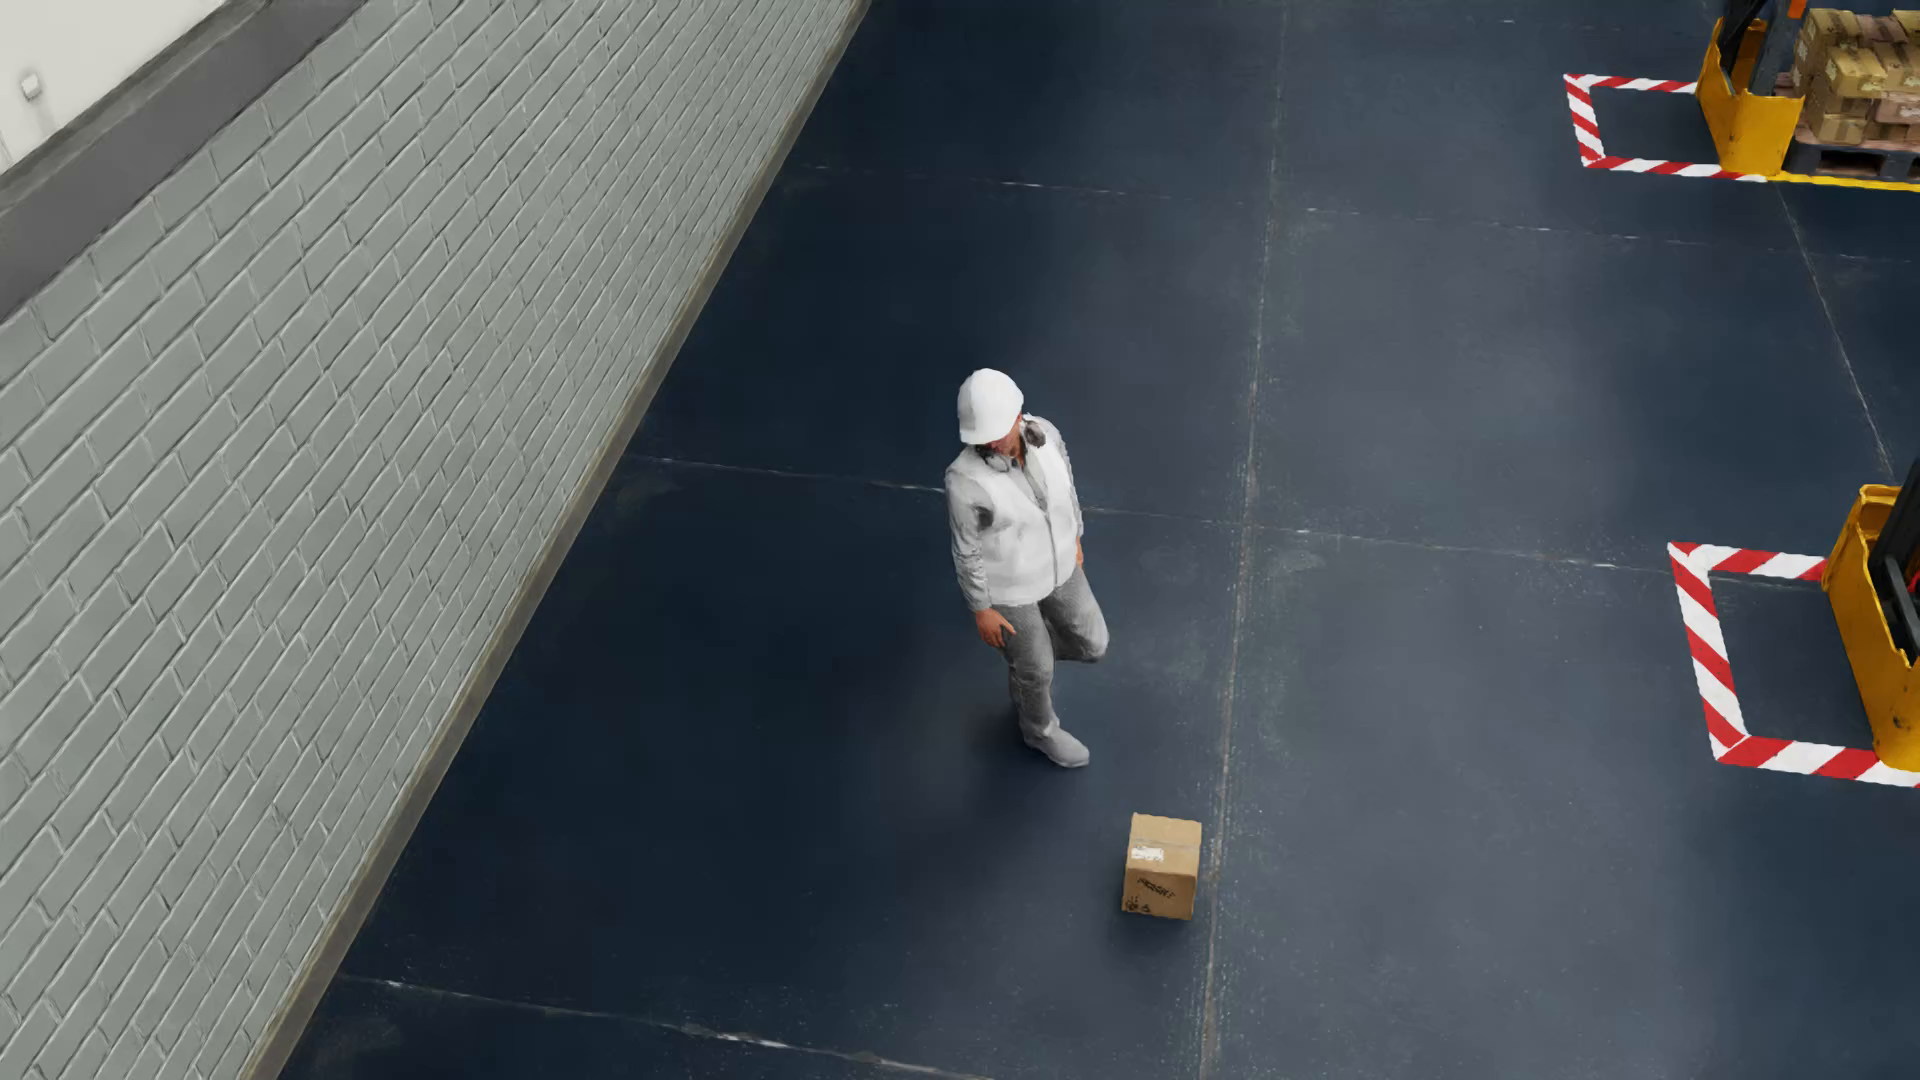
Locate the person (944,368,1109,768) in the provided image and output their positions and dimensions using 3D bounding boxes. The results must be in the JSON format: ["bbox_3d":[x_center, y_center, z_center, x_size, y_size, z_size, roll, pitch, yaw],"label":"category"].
[{"bbox_3d":[0.240,0.134,6.000,0.555,1.745,0.580,32,50,32],"label":"person"}]
